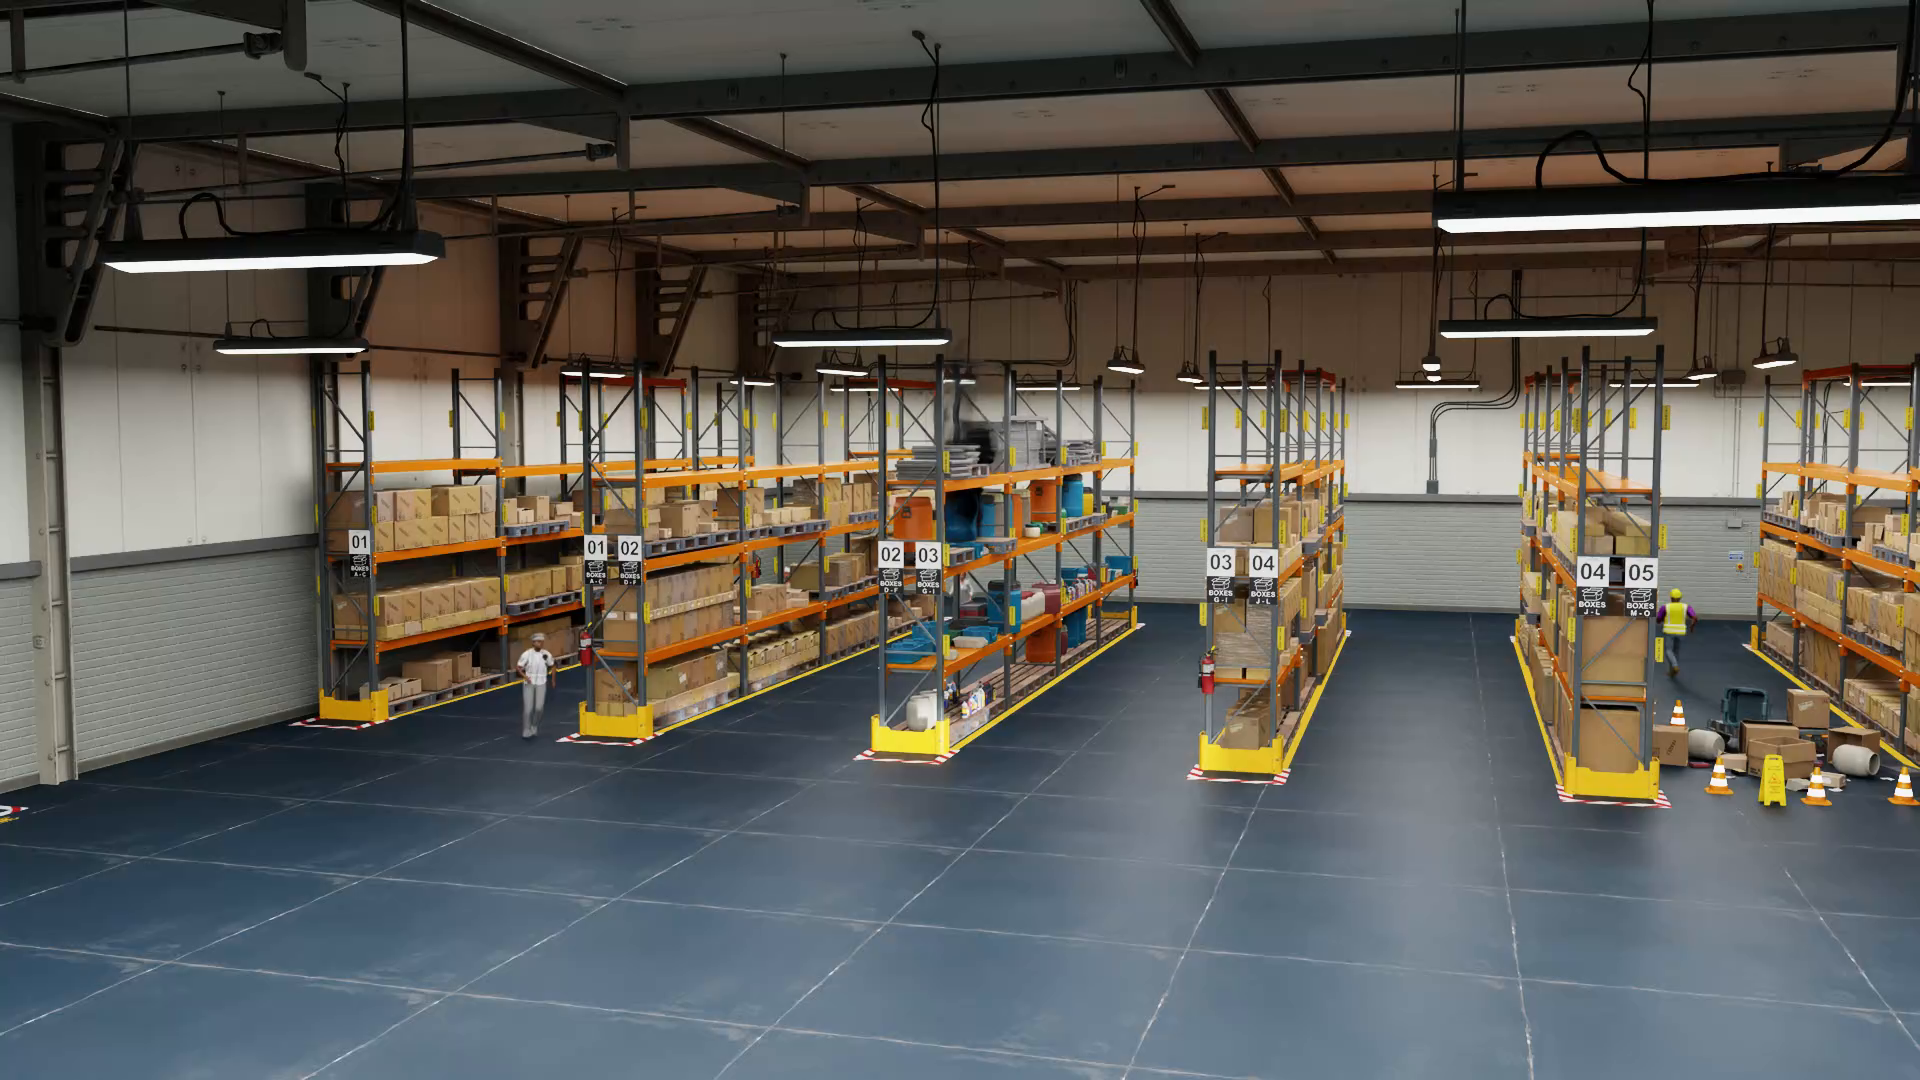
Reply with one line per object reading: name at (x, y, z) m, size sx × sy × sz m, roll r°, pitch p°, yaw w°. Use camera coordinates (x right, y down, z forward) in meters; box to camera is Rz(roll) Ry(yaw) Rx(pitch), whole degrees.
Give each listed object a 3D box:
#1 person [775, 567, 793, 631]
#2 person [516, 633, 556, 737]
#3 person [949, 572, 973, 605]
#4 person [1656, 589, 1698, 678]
person at (-3.898, 1.467, 36.993) m, size 0.654 × 1.739 × 0.739 m, roll 1°, pitch 4°, yaw 10°
person at (-6.697, 2.294, 26.342) m, size 0.645 × 1.653 × 0.553 m, roll -2°, pitch 4°, yaw -22°
person at (0.031, 1.474, 38.212) m, size 0.540 × 1.574 × 0.794 m, roll 0°, pitch 4°, yaw 4°
person at (13.791, 1.808, 32.103) m, size 0.707 × 1.745 × 0.985 m, roll 0°, pitch 4°, yaw 6°
